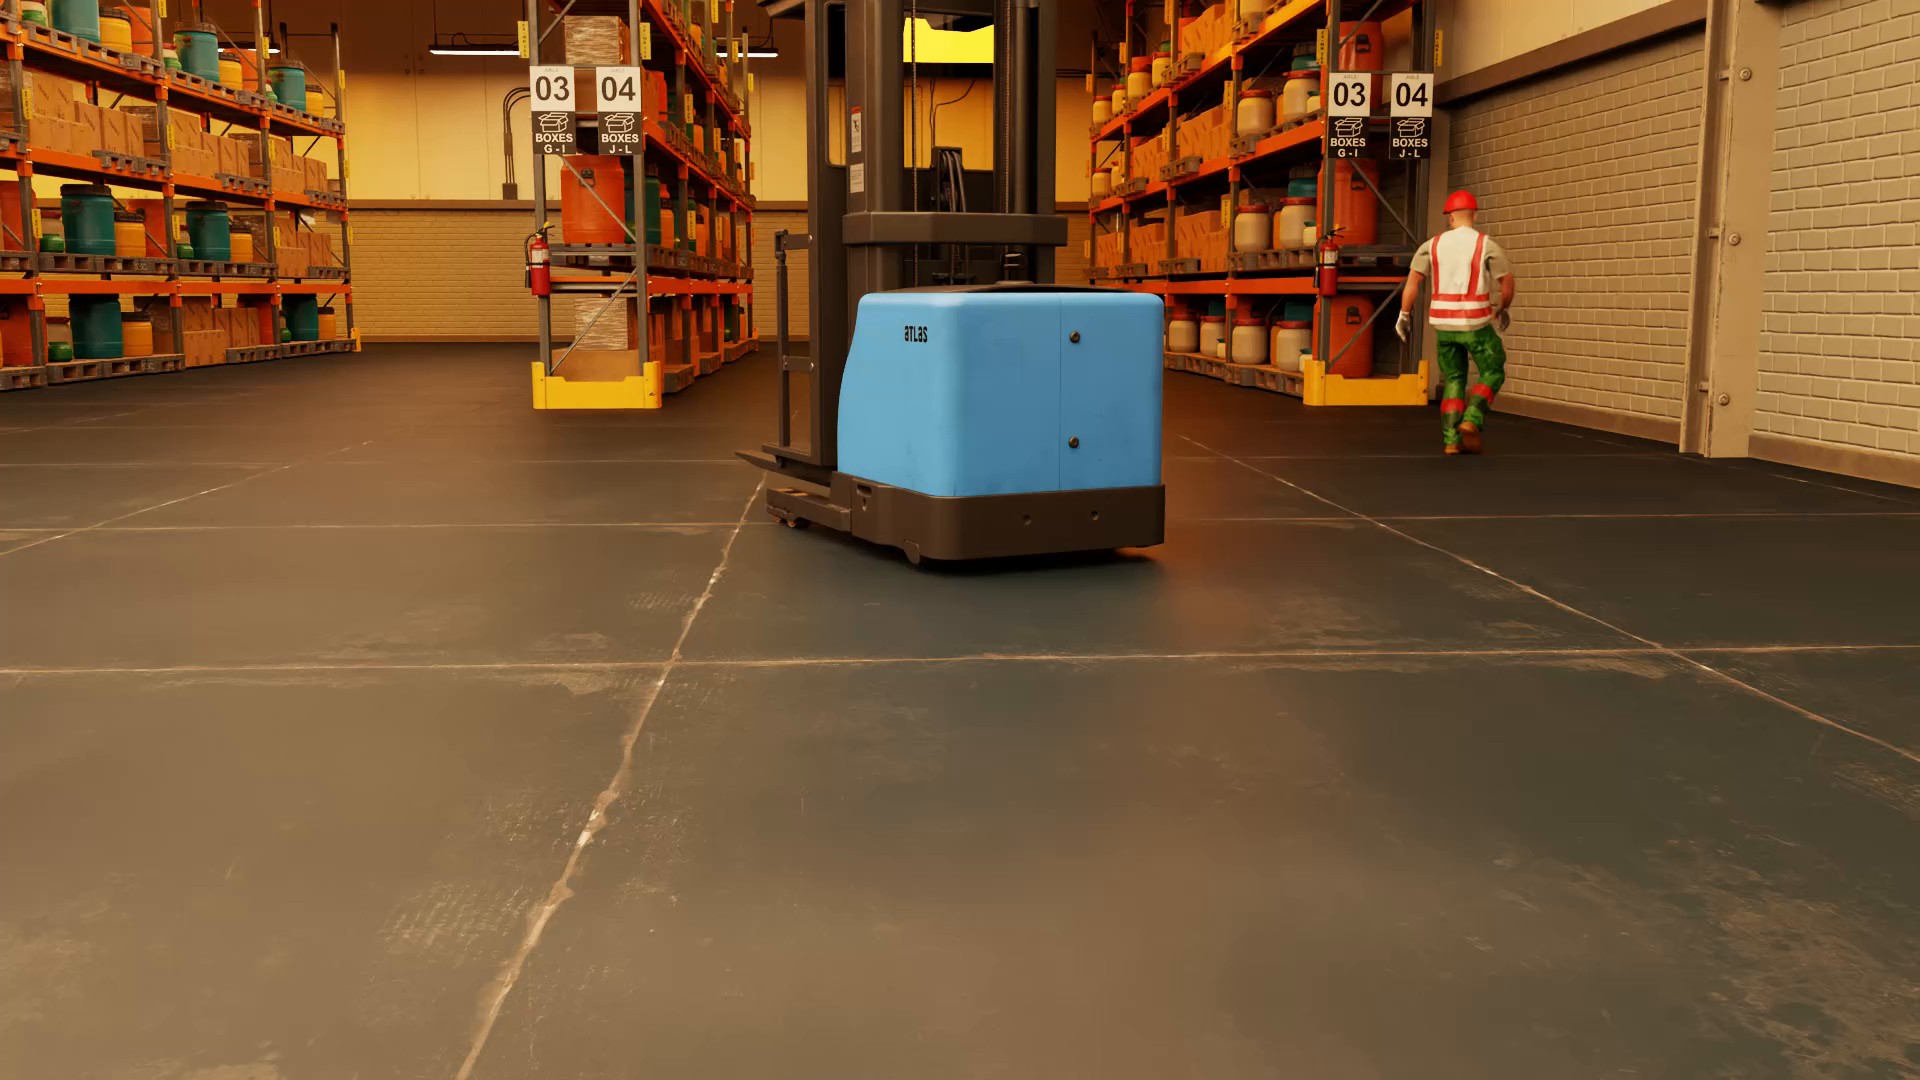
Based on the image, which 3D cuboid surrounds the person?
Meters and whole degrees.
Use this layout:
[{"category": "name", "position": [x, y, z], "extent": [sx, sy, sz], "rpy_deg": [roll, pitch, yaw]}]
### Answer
[{"category": "person", "position": [3.335, -1.448, 11.136], "extent": [0.763, 1.741, 0.510], "rpy_deg": [8, 11, 42]}]

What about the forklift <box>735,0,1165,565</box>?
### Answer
[{"category": "forklift", "position": [-0.264, -1.530, 7.637], "extent": [1.130, 2.935, 3.031], "rpy_deg": [-4, 9, -25]}]
